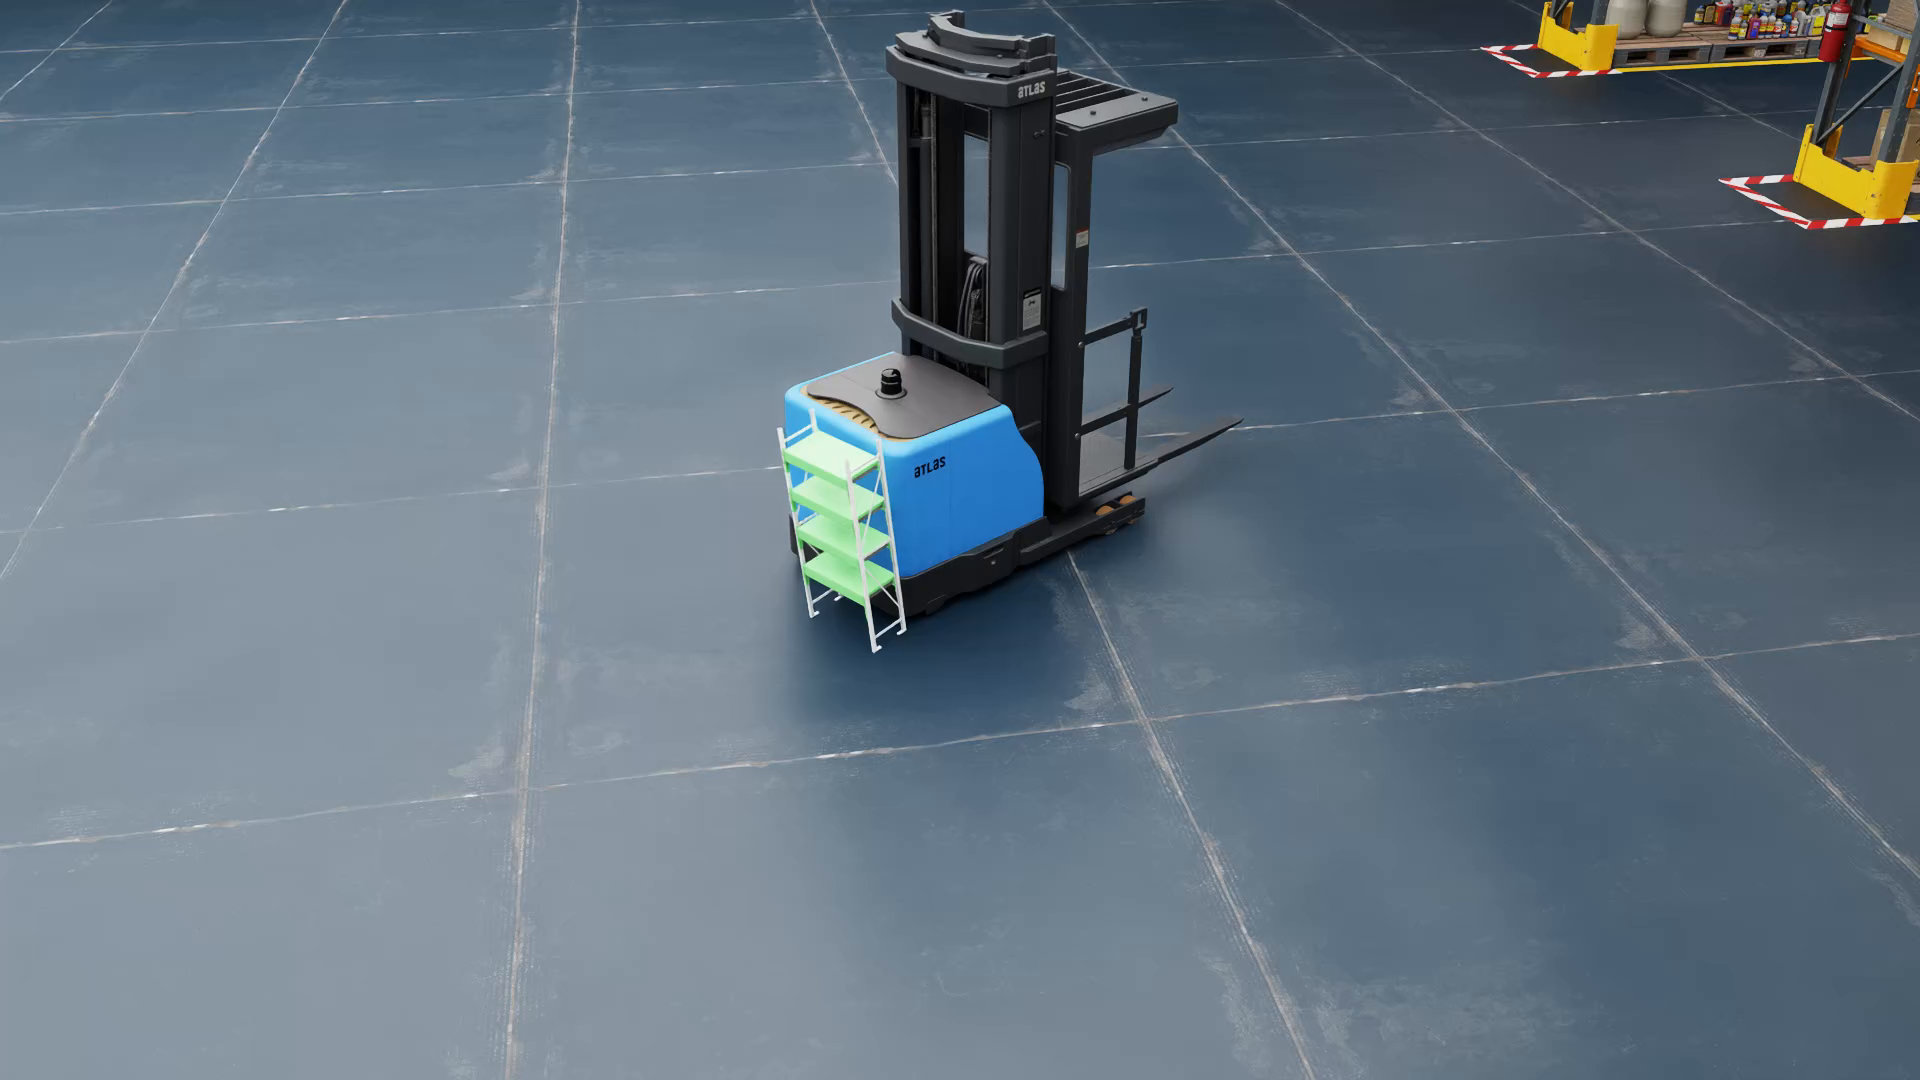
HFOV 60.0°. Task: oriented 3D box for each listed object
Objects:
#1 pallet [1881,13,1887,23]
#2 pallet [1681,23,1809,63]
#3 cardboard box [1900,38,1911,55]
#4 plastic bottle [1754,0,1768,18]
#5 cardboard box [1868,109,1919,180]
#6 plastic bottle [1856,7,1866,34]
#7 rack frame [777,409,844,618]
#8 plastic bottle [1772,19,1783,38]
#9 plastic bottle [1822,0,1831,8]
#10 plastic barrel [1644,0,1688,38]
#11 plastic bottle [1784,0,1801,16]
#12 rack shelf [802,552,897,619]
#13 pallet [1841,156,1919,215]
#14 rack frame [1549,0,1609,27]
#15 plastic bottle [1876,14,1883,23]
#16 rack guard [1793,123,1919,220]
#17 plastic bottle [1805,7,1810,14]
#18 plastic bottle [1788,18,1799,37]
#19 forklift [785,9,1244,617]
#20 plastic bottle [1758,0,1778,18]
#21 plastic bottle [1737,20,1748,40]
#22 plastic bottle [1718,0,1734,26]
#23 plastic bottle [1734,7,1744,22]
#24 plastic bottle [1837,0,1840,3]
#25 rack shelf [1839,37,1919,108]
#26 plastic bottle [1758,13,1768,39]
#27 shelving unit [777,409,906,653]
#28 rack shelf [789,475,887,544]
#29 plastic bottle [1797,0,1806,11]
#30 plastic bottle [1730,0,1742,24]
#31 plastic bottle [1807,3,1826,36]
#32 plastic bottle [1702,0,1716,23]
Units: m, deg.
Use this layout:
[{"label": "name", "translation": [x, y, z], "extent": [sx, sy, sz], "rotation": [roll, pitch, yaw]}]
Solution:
[{"label": "pallet", "translation": [11.731, -6.103, 19.922], "extent": [1.213, 0.211, 1.003], "rotation": [-5, 31, -9]}, {"label": "pallet", "translation": [9.095, -5.859, 19.506], "extent": [1.213, 0.211, 1.003], "rotation": [-5, 31, -9]}, {"label": "cardboard box", "translation": [8.247, -4.179, 14.145], "extent": [0.250, 0.149, 0.380], "rotation": [-5, 31, -9]}, {"label": "plastic bottle", "translation": [9.493, -6.339, 19.751], "extent": [0.185, 0.351, 0.144], "rotation": [-6, 31, -9]}, {"label": "cardboard box", "translation": [8.541, -3.532, 14.849], "extent": [0.500, 0.500, 0.500], "rotation": [0, 30, 0]}, {"label": "plastic bottle", "translation": [10.384, -6.060, 19.276], "extent": [0.185, 0.351, 0.144], "rotation": [-6, 31, -10]}, {"label": "rack frame", "translation": [-0.778, -0.123, 8.751], "extent": [0.015, 1.200, 0.240], "rotation": [26, 46, 36]}, {"label": "plastic bottle", "translation": [9.404, -5.892, 19.138], "extent": [0.097, 0.201, 0.097], "rotation": [0, 30, 0]}, {"label": "plastic bottle", "translation": [10.280, -6.326, 19.796], "extent": [0.133, 0.283, 0.061], "rotation": [-5, 31, -9]}, {"label": "plastic barrel", "translation": [8.158, -6.102, 19.208], "extent": [0.421, 0.512, 0.421], "rotation": [0, 30, 0]}, {"label": "plastic bottle", "translation": [9.912, -6.378, 19.817], "extent": [0.185, 0.351, 0.144], "rotation": [-7, 31, -11]}, {"label": "rack shelf", "translation": [-0.576, 0.208, 8.782], "extent": [0.480, 0.148, 0.258], "rotation": [26, 46, 36]}, {"label": "pallet", "translation": [8.804, -3.241, 15.054], "extent": [1.213, 0.211, 1.003], "rotation": [-5, 31, -9]}, {"label": "rack frame", "translation": [7.031, -6.849, 18.439], "extent": [0.127, 3.000, 1.000], "rotation": [-5, 31, -9]}, {"label": "plastic bottle", "translation": [10.665, -6.009, 19.337], "extent": [0.097, 0.201, 0.097], "rotation": [0, 30, 0]}, {"label": "rack guard", "translation": [7.998, -3.309, 14.885], "extent": [0.348, 0.500, 1.175], "rotation": [-5, 31, -9]}, {"label": "plastic bottle", "translation": [9.834, -6.032, 19.296], "extent": [0.133, 0.283, 0.061], "rotation": [-5, 31, -9]}, {"label": "plastic bottle", "translation": [9.606, -5.911, 19.170], "extent": [0.097, 0.201, 0.097], "rotation": [0, 30, 0]}, {"label": "forklift", "translation": [0.468, -1.474, 9.364], "extent": [3.031, 2.935, 1.130], "rotation": [-24, 38, -35]}, {"label": "plastic bottle", "translation": [9.545, -6.236, 19.648], "extent": [0.135, 0.276, 0.152], "rotation": [-5, 31, -9]}, {"label": "plastic bottle", "translation": [8.973, -5.852, 19.070], "extent": [0.097, 0.201, 0.097], "rotation": [0, 30, 0]}, {"label": "plastic bottle", "translation": [9.032, -6.211, 19.599], "extent": [0.133, 0.283, 0.061], "rotation": [-5, 31, -9]}, {"label": "plastic bottle", "translation": [9.189, -6.180, 19.628], "extent": [0.097, 0.201, 0.097], "rotation": [0, 30, 0]}, {"label": "plastic bottle", "translation": [10.574, -6.417, 19.962], "extent": [0.097, 0.271, 0.097], "rotation": [0, 30, 0]}, {"label": "rack shelf", "translation": [9.891, -4.252, 14.732], "extent": [4.000, 0.370, 1.077], "rotation": [-5, 31, -9]}, {"label": "plastic bottle", "translation": [9.208, -5.904, 19.090], "extent": [0.097, 0.271, 0.097], "rotation": [0, 30, 0]}, {"label": "shelving unit", "translation": [-0.602, -0.038, 8.606], "extent": [0.503, 1.200, 0.258], "rotation": [26, 46, 36]}, {"label": "rack shelf", "translation": [-0.617, -0.181, 8.504], "extent": [0.480, 0.148, 0.258], "rotation": [26, 46, 36]}, {"label": "plastic bottle", "translation": [9.976, -6.288, 19.742], "extent": [0.097, 0.271, 0.097], "rotation": [0, 30, 0]}, {"label": "plastic bottle", "translation": [9.148, -6.273, 19.712], "extent": [0.135, 0.276, 0.152], "rotation": [-6, 31, -10]}, {"label": "plastic bottle", "translation": [9.878, -6.013, 19.196], "extent": [0.185, 0.351, 0.144], "rotation": [-5, 31, -9]}, {"label": "plastic bottle", "translation": [8.871, -6.274, 19.707], "extent": [0.133, 0.283, 0.061], "rotation": [-5, 31, -8]}]
